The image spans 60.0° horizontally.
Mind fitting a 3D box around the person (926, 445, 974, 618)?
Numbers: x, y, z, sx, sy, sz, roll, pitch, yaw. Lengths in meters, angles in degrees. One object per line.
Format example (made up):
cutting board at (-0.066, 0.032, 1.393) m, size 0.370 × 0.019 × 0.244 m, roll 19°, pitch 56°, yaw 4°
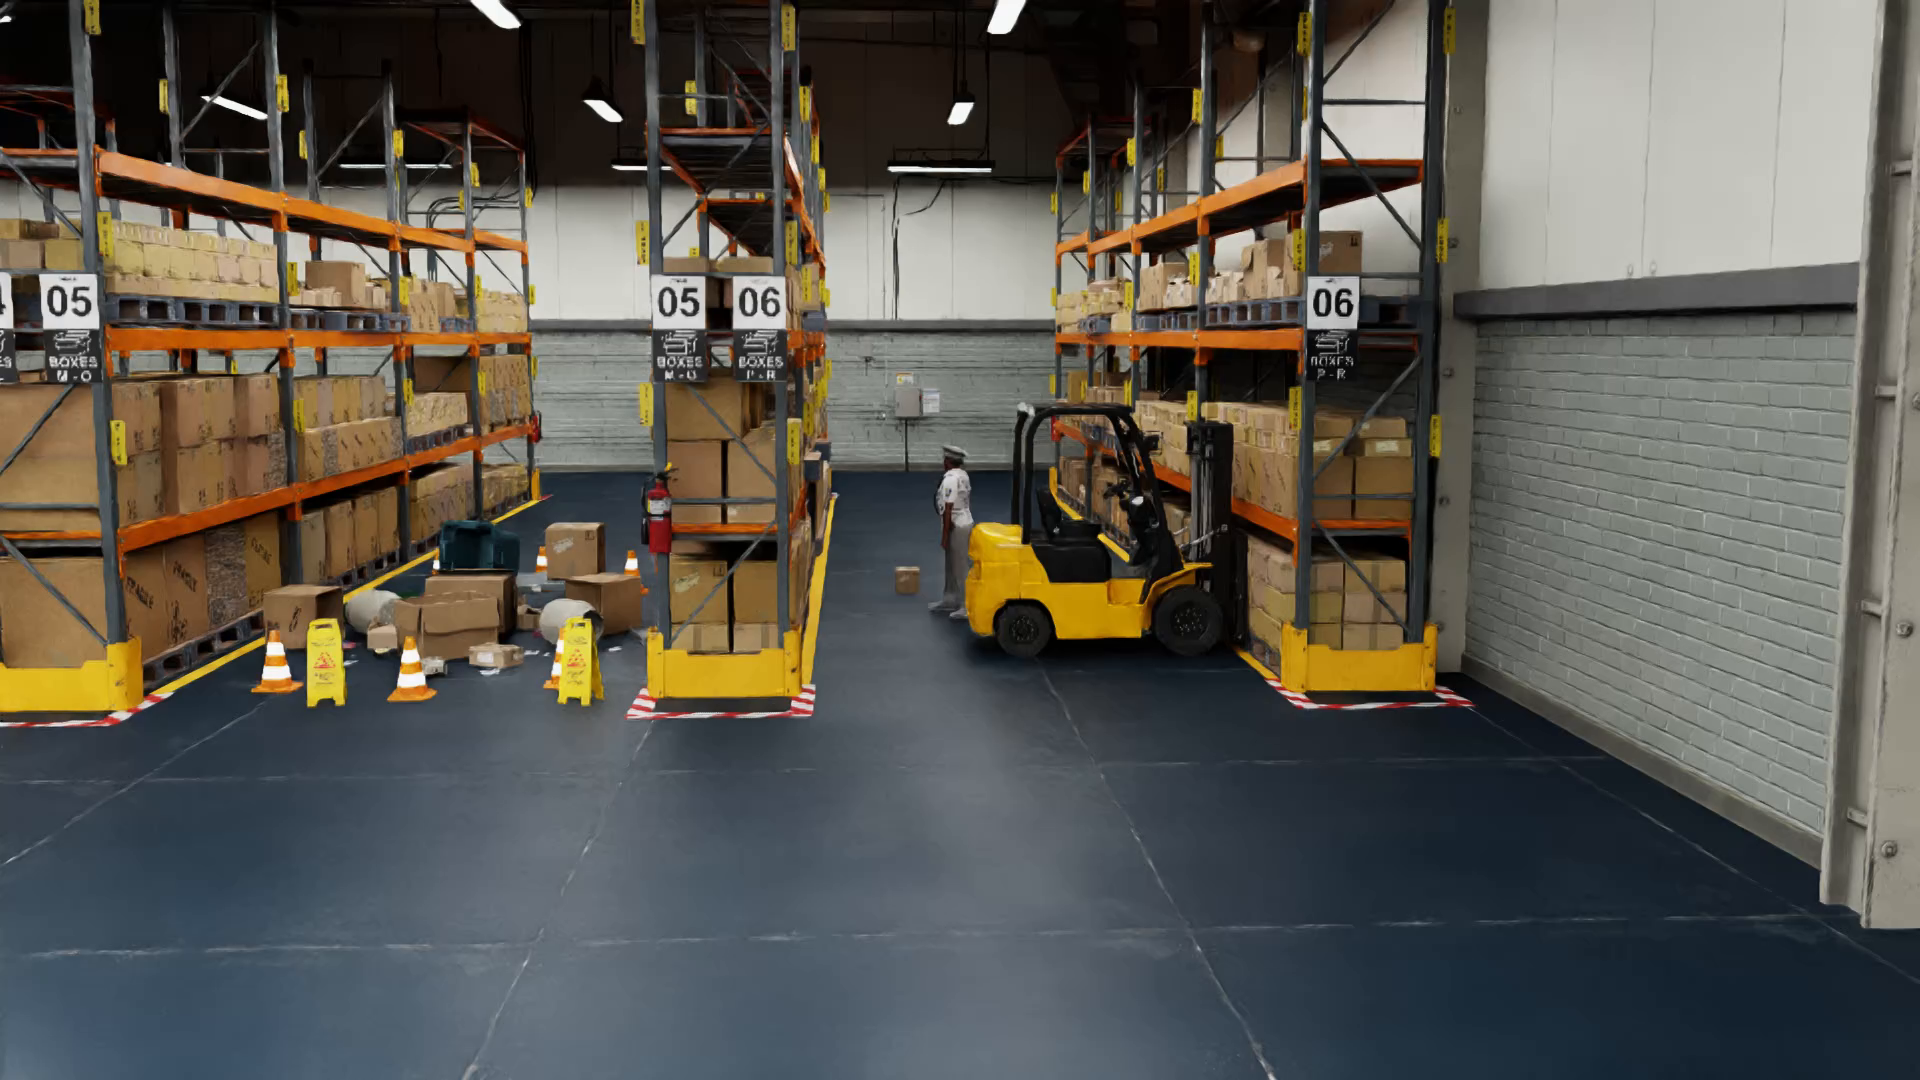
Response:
person at (-0.083, -0.101, 16.346) m, size 0.557 × 1.668 × 0.580 m, roll 1°, pitch 7°, yaw 12°
